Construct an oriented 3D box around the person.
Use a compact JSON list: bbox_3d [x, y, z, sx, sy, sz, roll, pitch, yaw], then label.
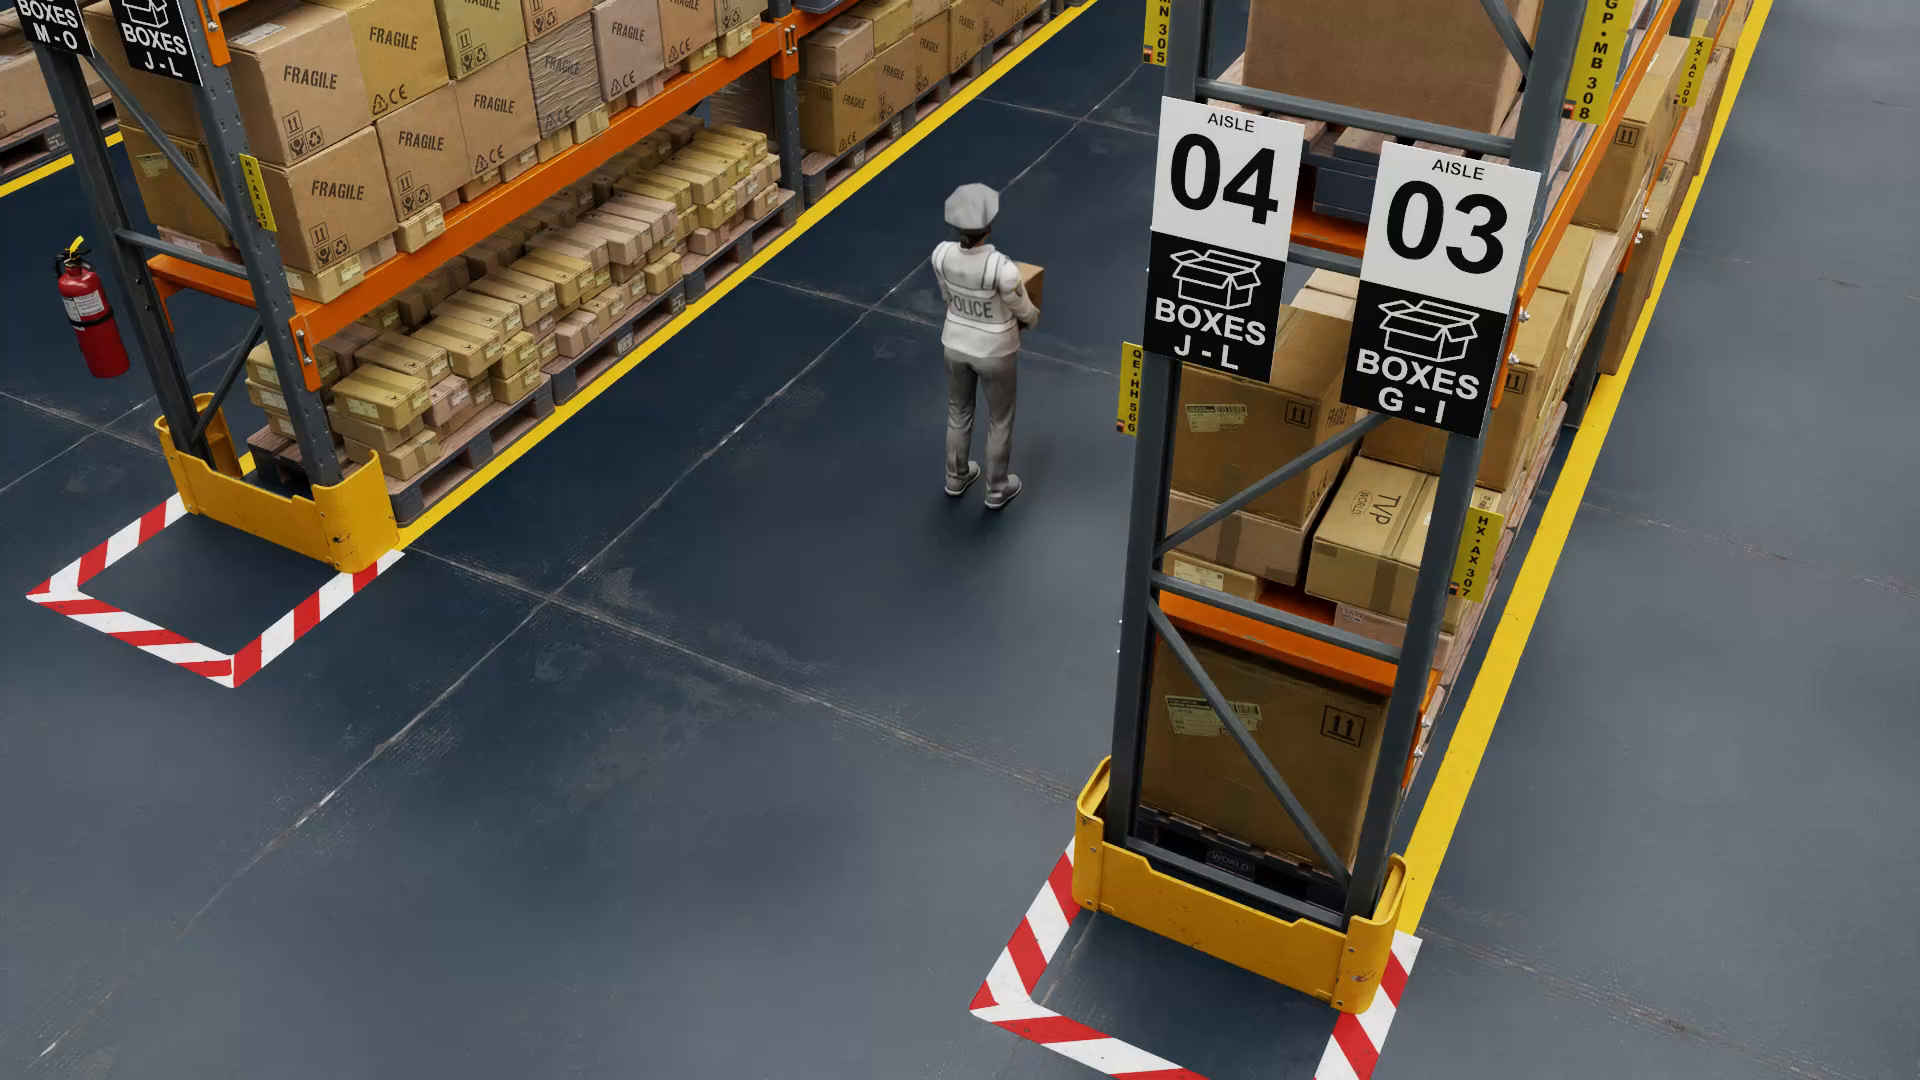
[{"bbox_3d":[0.137,-0.944,7.931,0.459,1.689,0.547,18,42,22],"label":"person"}]
